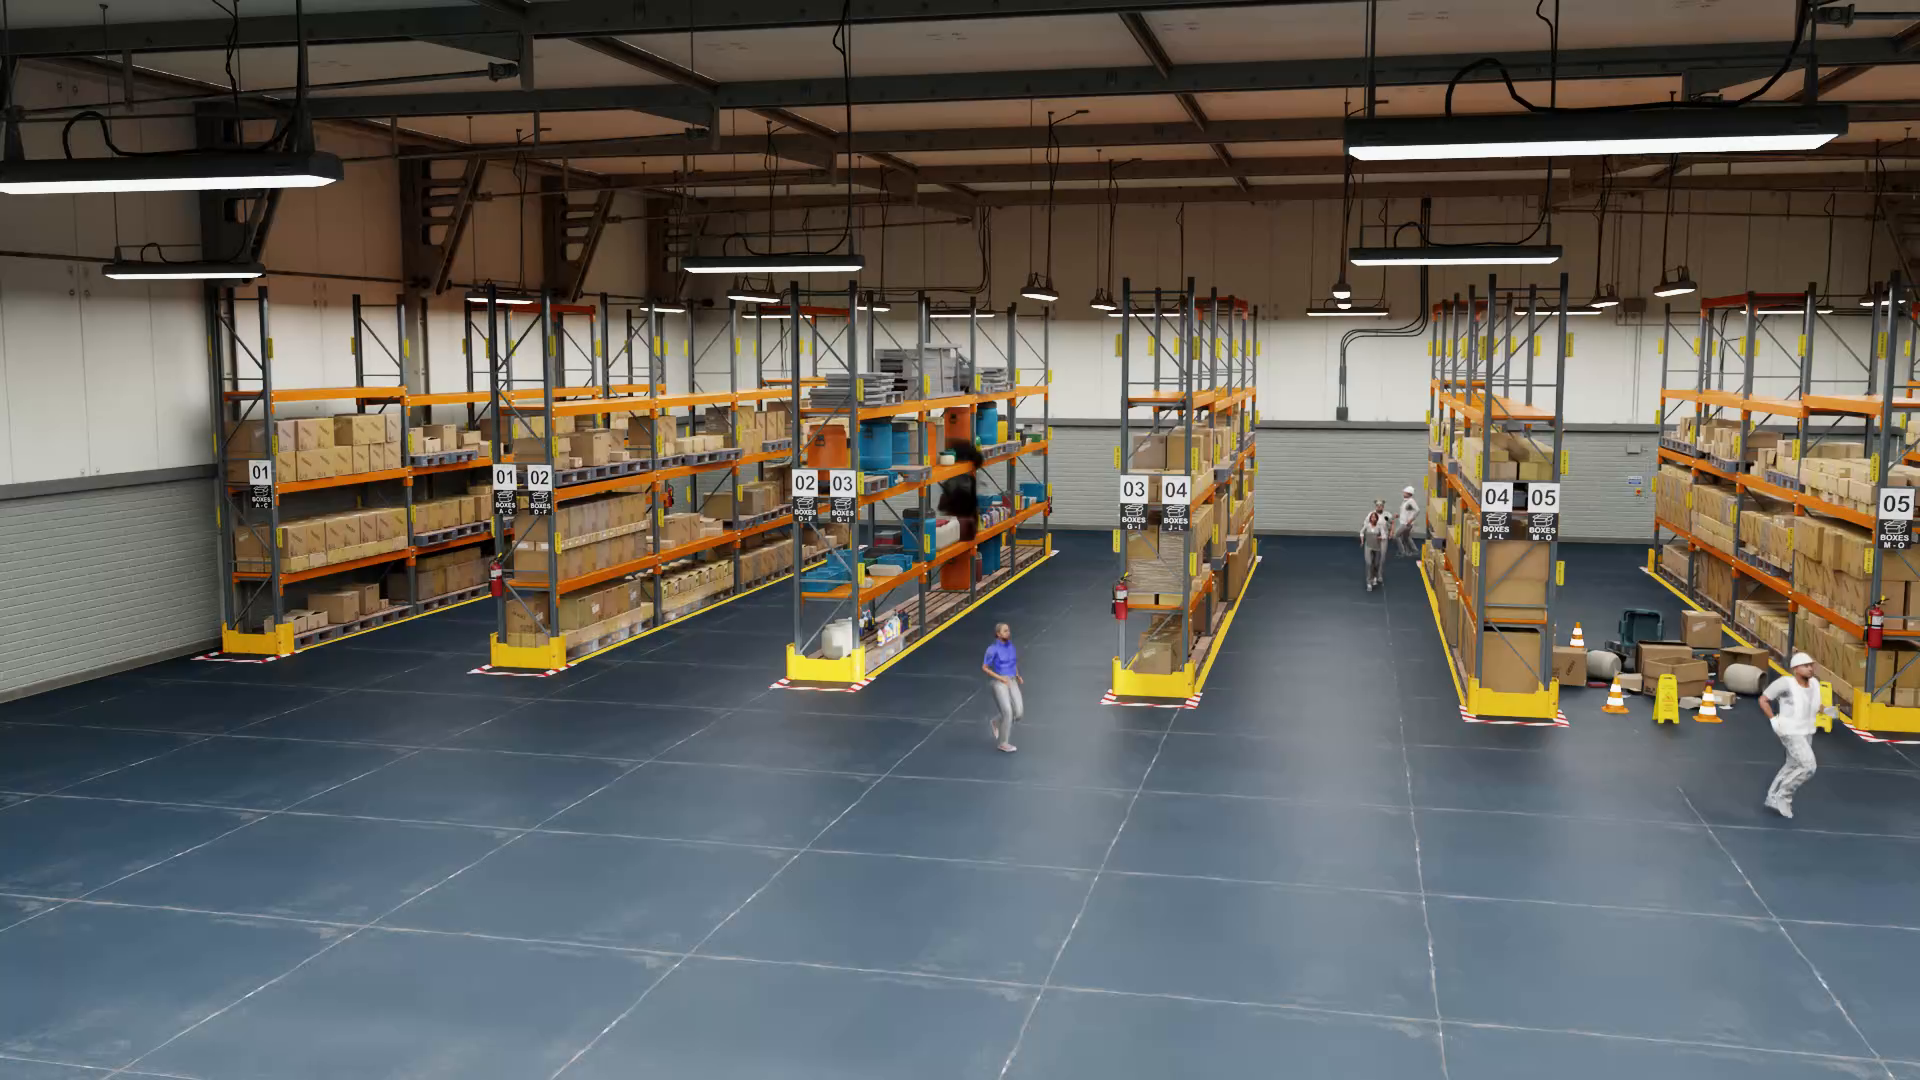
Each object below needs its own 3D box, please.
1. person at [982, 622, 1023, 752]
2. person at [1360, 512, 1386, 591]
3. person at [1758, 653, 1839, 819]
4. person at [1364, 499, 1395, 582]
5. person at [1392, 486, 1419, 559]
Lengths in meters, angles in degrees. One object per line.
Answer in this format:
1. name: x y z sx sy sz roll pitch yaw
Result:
1. person: 0.540 1.825 20.774 0.573 1.603 0.563 -6 9 -43
2. person: 8.590 0.214 34.612 0.531 1.596 0.878 1 7 12
3. person: 8.998 2.095 17.797 0.650 1.792 0.692 -4 7 -29
4. person: 9.136 -0.019 36.242 0.670 1.786 0.844 1 7 10
5. person: 10.629 -0.392 39.595 0.670 1.775 0.717 1 7 8
